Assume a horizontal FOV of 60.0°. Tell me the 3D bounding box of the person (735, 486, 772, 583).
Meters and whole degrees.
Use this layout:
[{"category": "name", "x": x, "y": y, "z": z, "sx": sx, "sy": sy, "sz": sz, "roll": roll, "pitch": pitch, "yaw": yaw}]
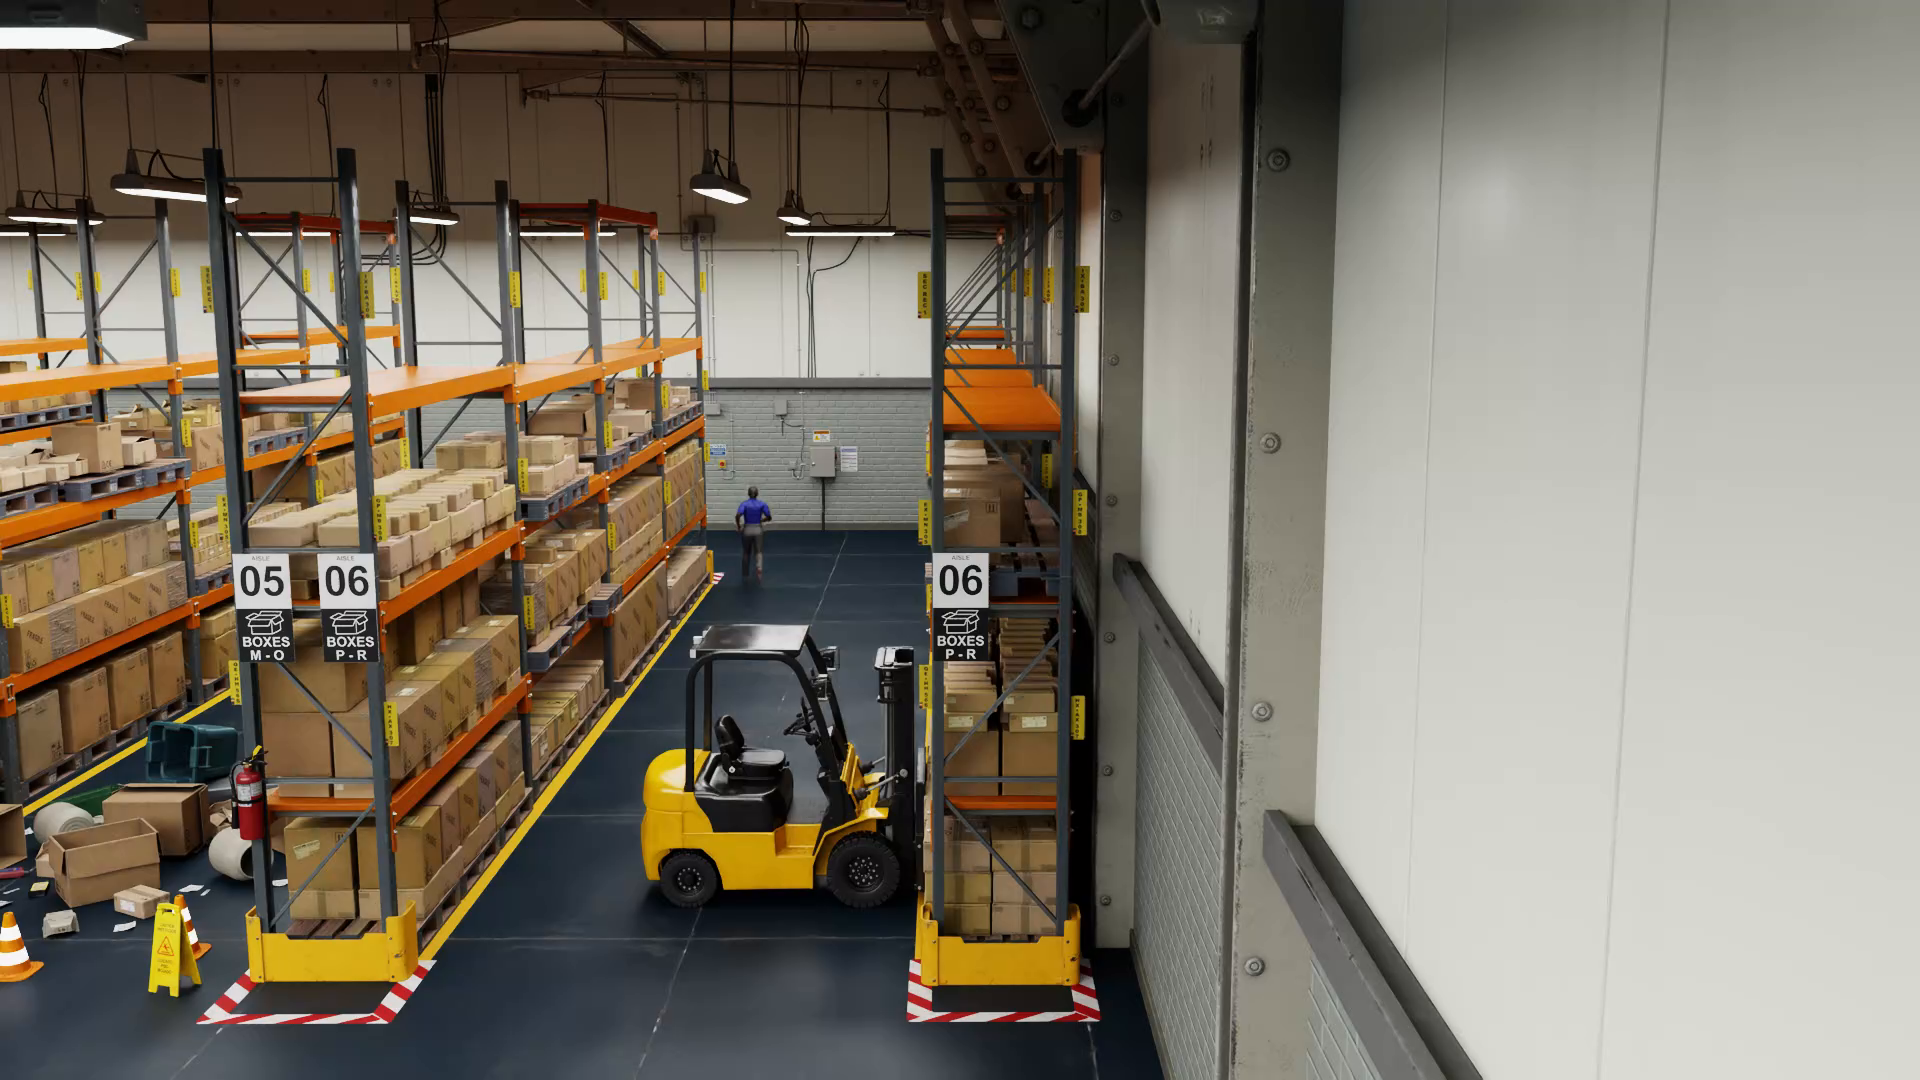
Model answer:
[{"category": "person", "x": -3.443, "y": -0.083, "z": 27.742, "sx": 0.607, "sy": 1.627, "sz": 0.899, "roll": -2, "pitch": 9, "yaw": -10}]
